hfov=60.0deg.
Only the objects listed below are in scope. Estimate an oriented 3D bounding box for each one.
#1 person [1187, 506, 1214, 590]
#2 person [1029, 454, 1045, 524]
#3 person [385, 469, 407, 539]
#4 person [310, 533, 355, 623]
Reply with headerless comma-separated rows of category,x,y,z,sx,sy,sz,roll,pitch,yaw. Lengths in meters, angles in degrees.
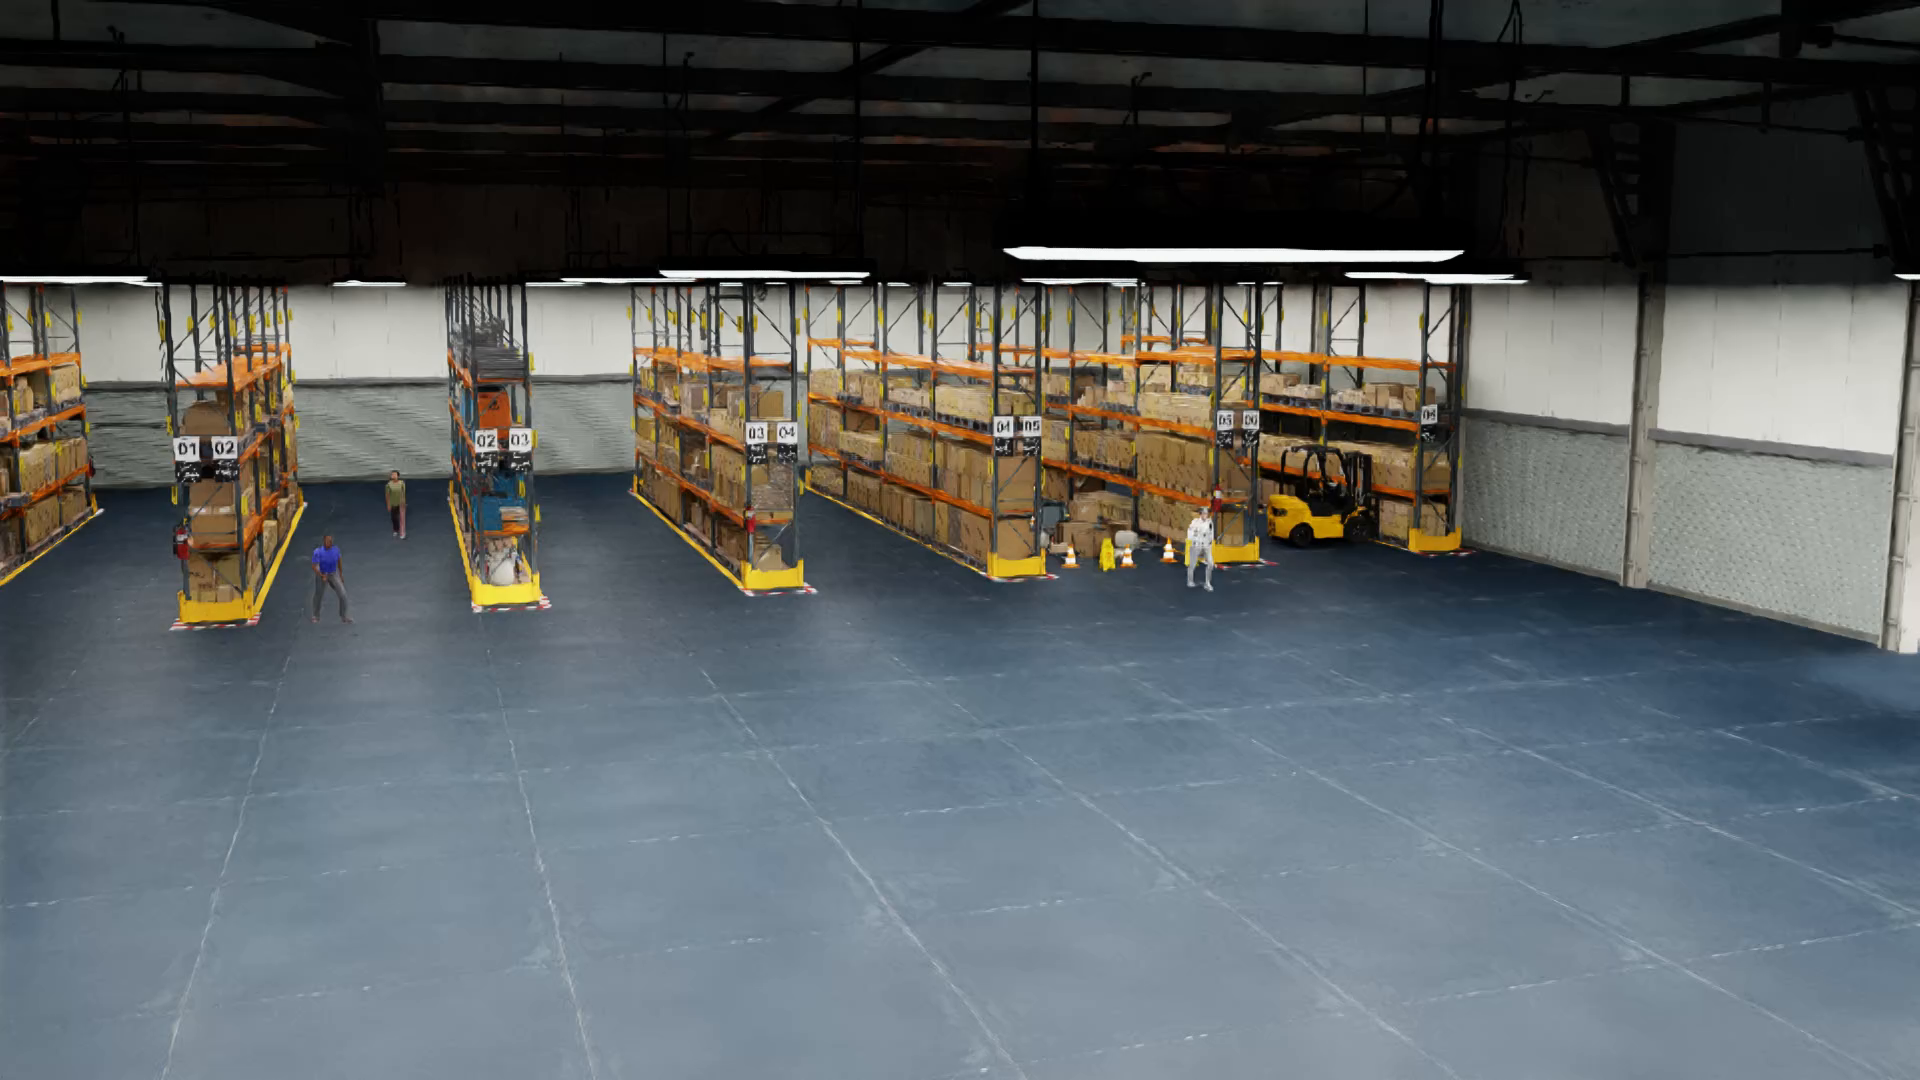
person,4.628,0.123,31.924,0.636,1.616,0.814,-2,9,-13
person,1.782,-1.211,40.163,0.574,1.756,0.673,1,9,10
person,-12.974,-0.837,38.252,0.448,1.586,1.110,-3,9,-16
person,-10.833,0.639,28.548,0.622,1.591,0.822,-6,10,-35
